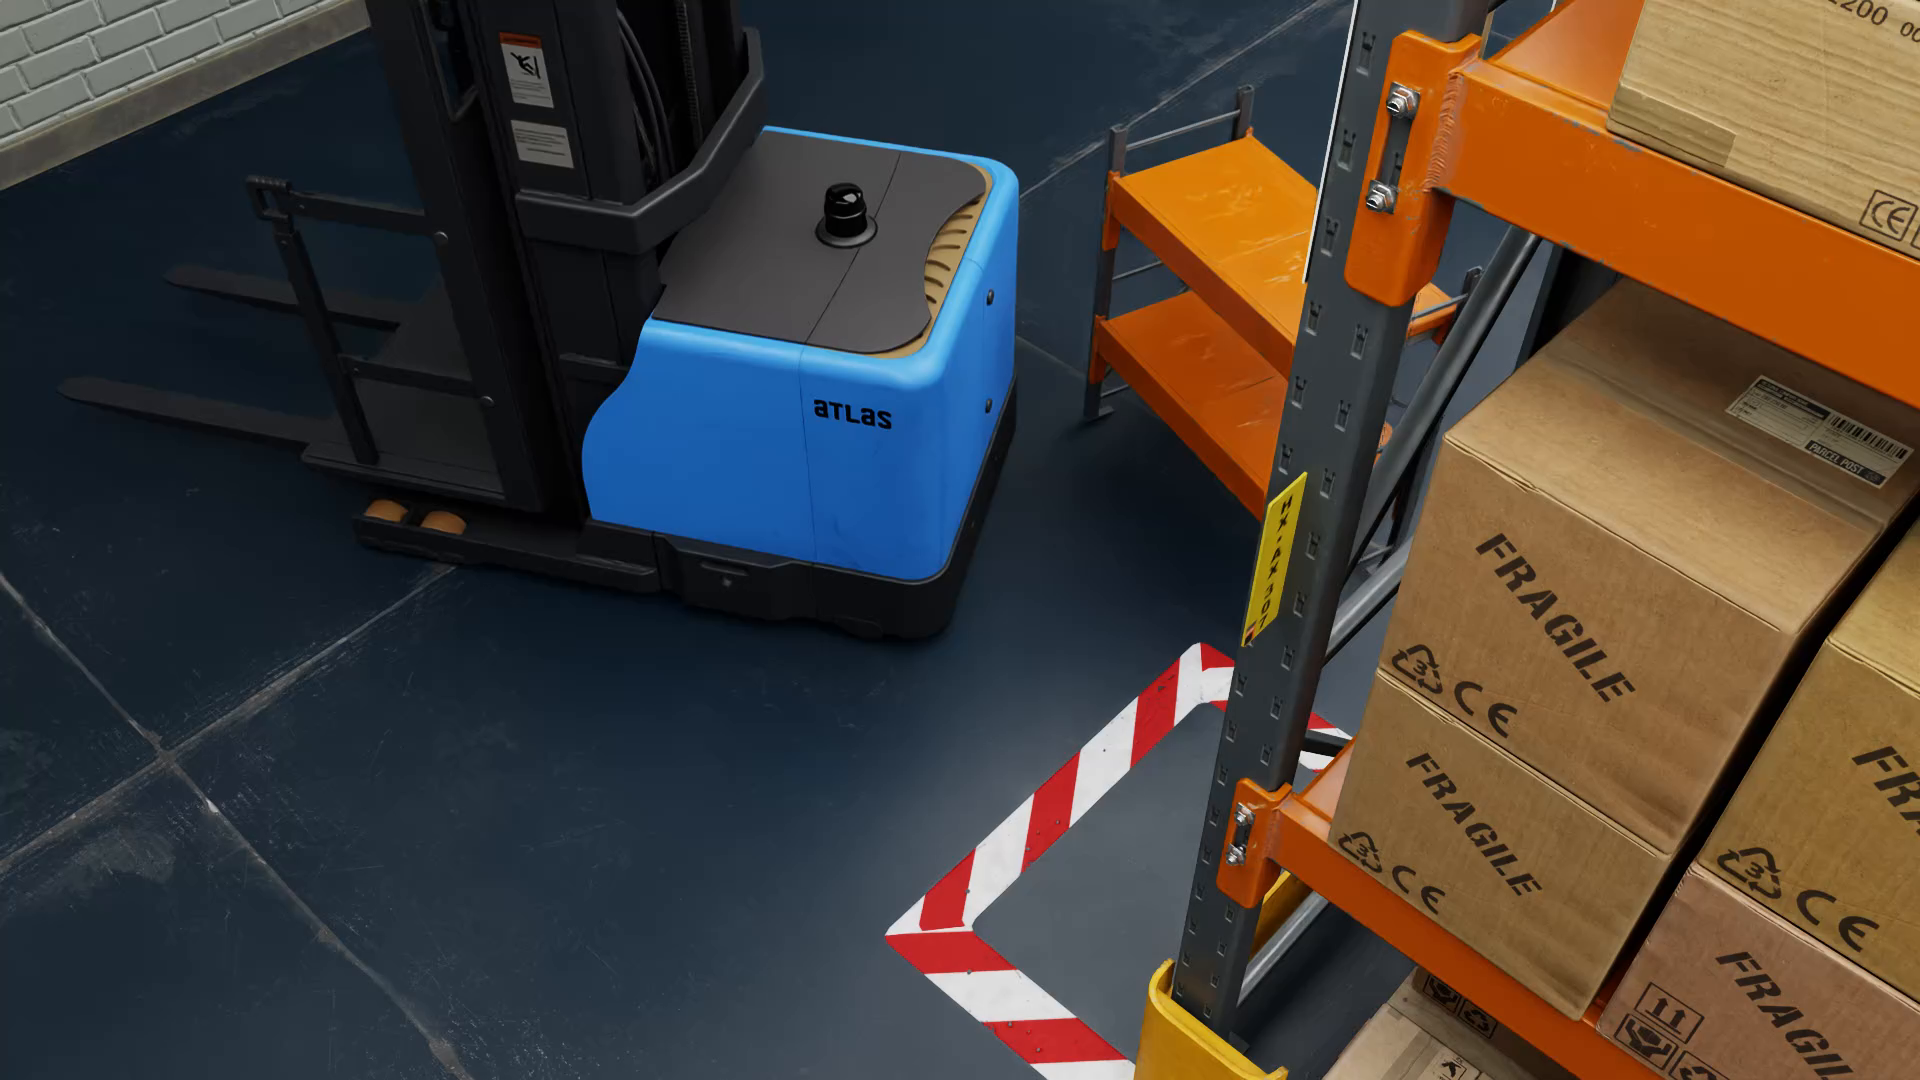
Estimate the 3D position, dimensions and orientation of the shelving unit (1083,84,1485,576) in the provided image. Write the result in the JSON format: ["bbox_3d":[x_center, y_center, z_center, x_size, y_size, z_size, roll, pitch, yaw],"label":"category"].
[{"bbox_3d":[0.900,-0.560,4.997,0.538,1.125,1.048,-22,51,-21],"label":"shelving unit"}]

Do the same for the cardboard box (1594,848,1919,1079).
[{"bbox_3d":[1.383,0.618,2.543,0.500,0.500,0.500,33,55,27],"label":"cardboard box"}]

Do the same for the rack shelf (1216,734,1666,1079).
[{"bbox_3d":[2.323,1.275,2.489,4.000,0.370,1.077,34,55,28],"label":"rack shelf"}]

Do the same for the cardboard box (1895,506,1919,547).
[{"bbox_3d":[1.738,-0.015,2.452,0.500,0.500,0.500,35,56,29],"label":"cardboard box"}]

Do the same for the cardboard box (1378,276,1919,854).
[{"bbox_3d":[1.000,0.024,2.416,0.500,0.500,0.500,36,56,29],"label":"cardboard box"}]

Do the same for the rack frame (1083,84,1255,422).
[{"bbox_3d":[0.649,-0.883,5.299,0.500,1.125,0.032,-22,51,-21],"label":"rack frame"}]

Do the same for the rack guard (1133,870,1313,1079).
[{"bbox_3d":[0.909,0.933,4.031,0.348,0.500,1.175,34,55,28],"label":"rack guard"}]

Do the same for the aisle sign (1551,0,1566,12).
[{"bbox_3d":[1.011,-1.048,2.393,0.004,0.787,0.394,34,55,28],"label":"aisle sign"}]

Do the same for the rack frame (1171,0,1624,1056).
[{"bbox_3d":[0.853,0.040,3.155,0.127,3.000,1.000,34,55,28],"label":"rack frame"}]

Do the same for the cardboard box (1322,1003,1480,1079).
[{"bbox_3d":[0.928,1.256,3.667,0.250,0.149,0.380,34,55,28],"label":"cardboard box"}]

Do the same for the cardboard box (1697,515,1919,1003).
[{"bbox_3d":[1.390,0.278,2.177,0.500,0.500,0.500,35,56,28],"label":"cardboard box"}]

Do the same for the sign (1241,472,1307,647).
[{"bbox_3d":[0.485,0.034,2.567,0.005,0.325,0.100,34,55,28],"label":"sign"}]

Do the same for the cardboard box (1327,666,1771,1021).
[{"bbox_3d":[1.000,0.366,2.780,0.500,0.500,0.500,35,56,28],"label":"cardboard box"}]

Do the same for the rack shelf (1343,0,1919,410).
[{"bbox_3d":[2.323,0.248,1.396,4.000,0.370,1.077,34,55,28],"label":"rack shelf"}]

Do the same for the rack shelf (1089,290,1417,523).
[{"bbox_3d":[0.896,-0.391,5.173,0.538,0.278,1.000,-22,51,-21],"label":"rack shelf"}]

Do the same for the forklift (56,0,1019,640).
[{"bbox_3d":[-1.390,-1.295,4.455,3.031,2.935,1.130,11,48,10],"label":"forklift"}]

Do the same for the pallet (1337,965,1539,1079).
[{"bbox_3d":[1.495,1.425,3.767,1.213,0.211,1.003,34,55,28],"label":"pallet"}]

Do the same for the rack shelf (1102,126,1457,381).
[{"bbox_3d":[0.905,-0.762,4.785,0.538,0.278,1.000,-22,51,-21],"label":"rack shelf"}]

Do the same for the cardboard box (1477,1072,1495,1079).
[{"bbox_3d":[1.111,1.374,3.544,0.250,0.166,0.380,34,55,28],"label":"cardboard box"}]

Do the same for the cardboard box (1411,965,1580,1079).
[{"bbox_3d":[1.420,0.881,3.778,0.500,0.500,0.500,34,55,28],"label":"cardboard box"}]

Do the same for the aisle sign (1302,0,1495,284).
[{"bbox_3d":[0.604,-0.727,2.092,0.004,0.787,0.394,34,55,28],"label":"aisle sign"}]

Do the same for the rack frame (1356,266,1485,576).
[{"bbox_3d":[1.151,-0.238,4.694,0.500,1.125,0.032,-22,51,-21],"label":"rack frame"}]

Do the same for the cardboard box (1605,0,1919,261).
[{"bbox_3d":[1.058,-0.546,1.750,0.500,0.250,0.500,34,55,28],"label":"cardboard box"}]
